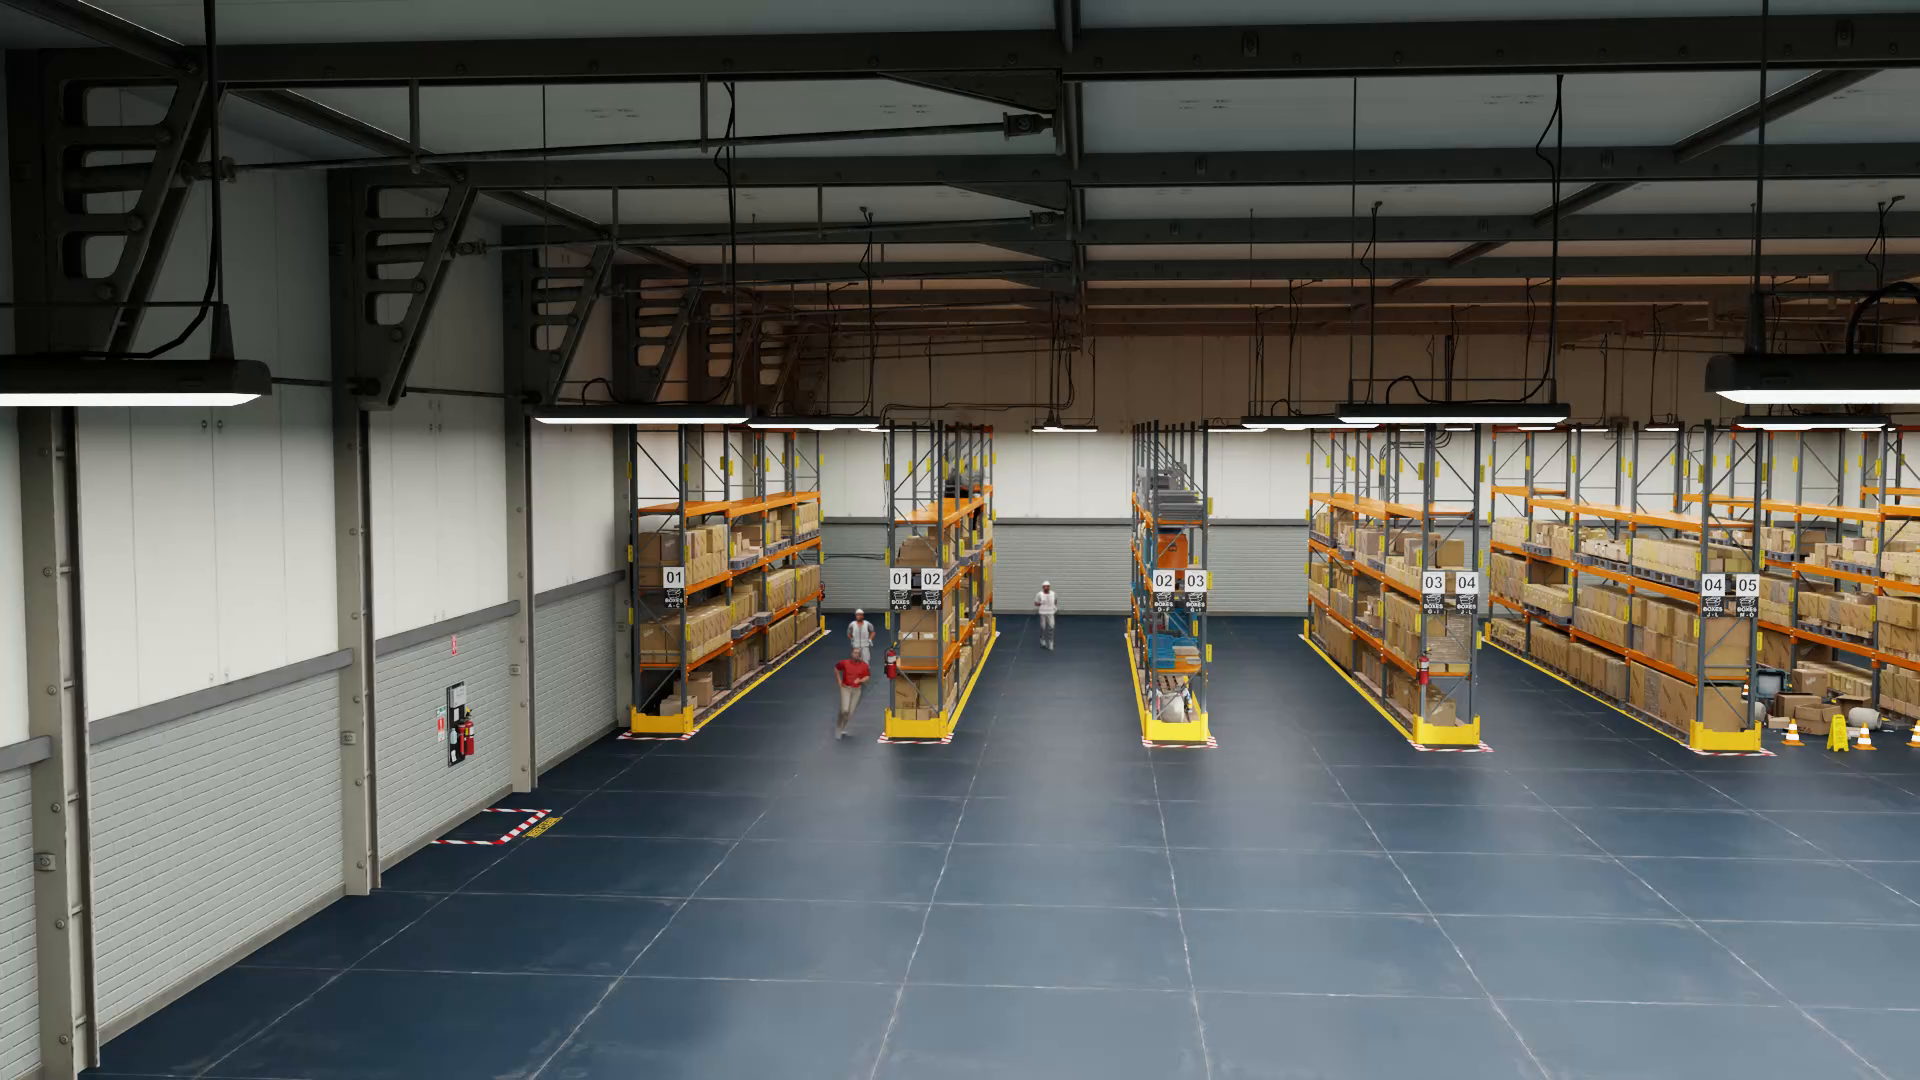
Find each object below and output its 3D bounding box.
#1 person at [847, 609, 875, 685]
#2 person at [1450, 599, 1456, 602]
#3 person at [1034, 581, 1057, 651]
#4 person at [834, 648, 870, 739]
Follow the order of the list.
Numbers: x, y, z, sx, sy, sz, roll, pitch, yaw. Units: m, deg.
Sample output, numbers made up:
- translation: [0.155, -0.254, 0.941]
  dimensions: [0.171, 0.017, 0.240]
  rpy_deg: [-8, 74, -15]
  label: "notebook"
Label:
- translation: [-2.253, 2.445, 37.814]
  dimensions: [0.628, 1.740, 0.574]
  rpy_deg: [0, 4, -2]
  label: "person"
- translation: [13.474, 1.932, 46.350]
  dimensions: [0.735, 1.725, 0.685]
  rpy_deg: [2, 4, 29]
  label: "person"
- translation: [2.305, 2.011, 44.436]
  dimensions: [0.664, 1.835, 0.775]
  rpy_deg: [0, 4, -6]
  label: "person"
- translation: [-2.063, 2.908, 31.499]
  dimensions: [0.691, 1.753, 0.705]
  rpy_deg: [-1, 4, -15]
  label: "person"
